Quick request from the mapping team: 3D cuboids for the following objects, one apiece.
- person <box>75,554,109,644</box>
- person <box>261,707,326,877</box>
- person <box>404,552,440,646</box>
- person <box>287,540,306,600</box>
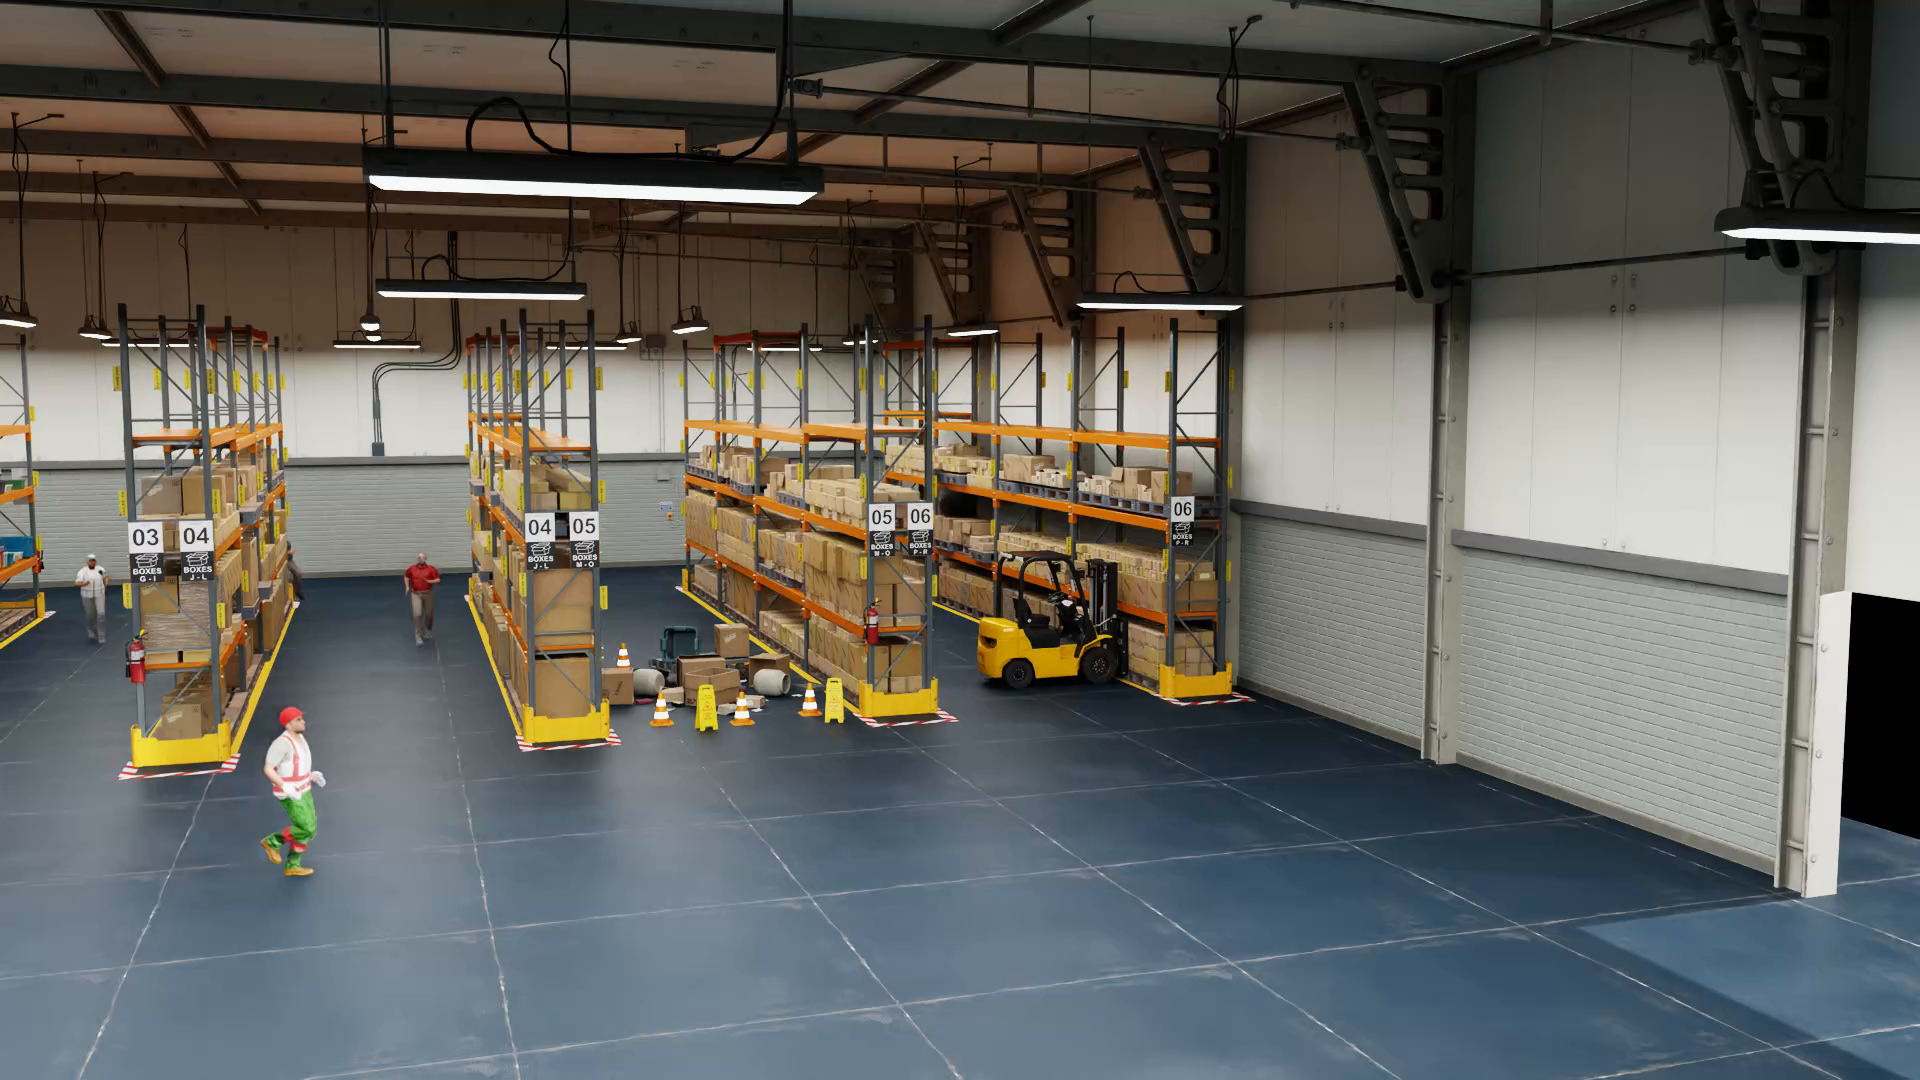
[{"bbox_3d":[-16.731,1.130,32.099,0.592,1.721,0.747,-3,6,-30],"label":"person"},{"bbox_3d":[-6.776,2.552,16.872,0.601,1.735,0.623,0,5,4],"label":"person"},{"bbox_3d":[-10.299,1.100,31.878,0.658,1.729,0.974,-2,6,-18],"label":"person"},{"bbox_3d":[-15.483,0.539,38.077,0.826,1.726,0.628,1,6,12],"label":"person"}]
